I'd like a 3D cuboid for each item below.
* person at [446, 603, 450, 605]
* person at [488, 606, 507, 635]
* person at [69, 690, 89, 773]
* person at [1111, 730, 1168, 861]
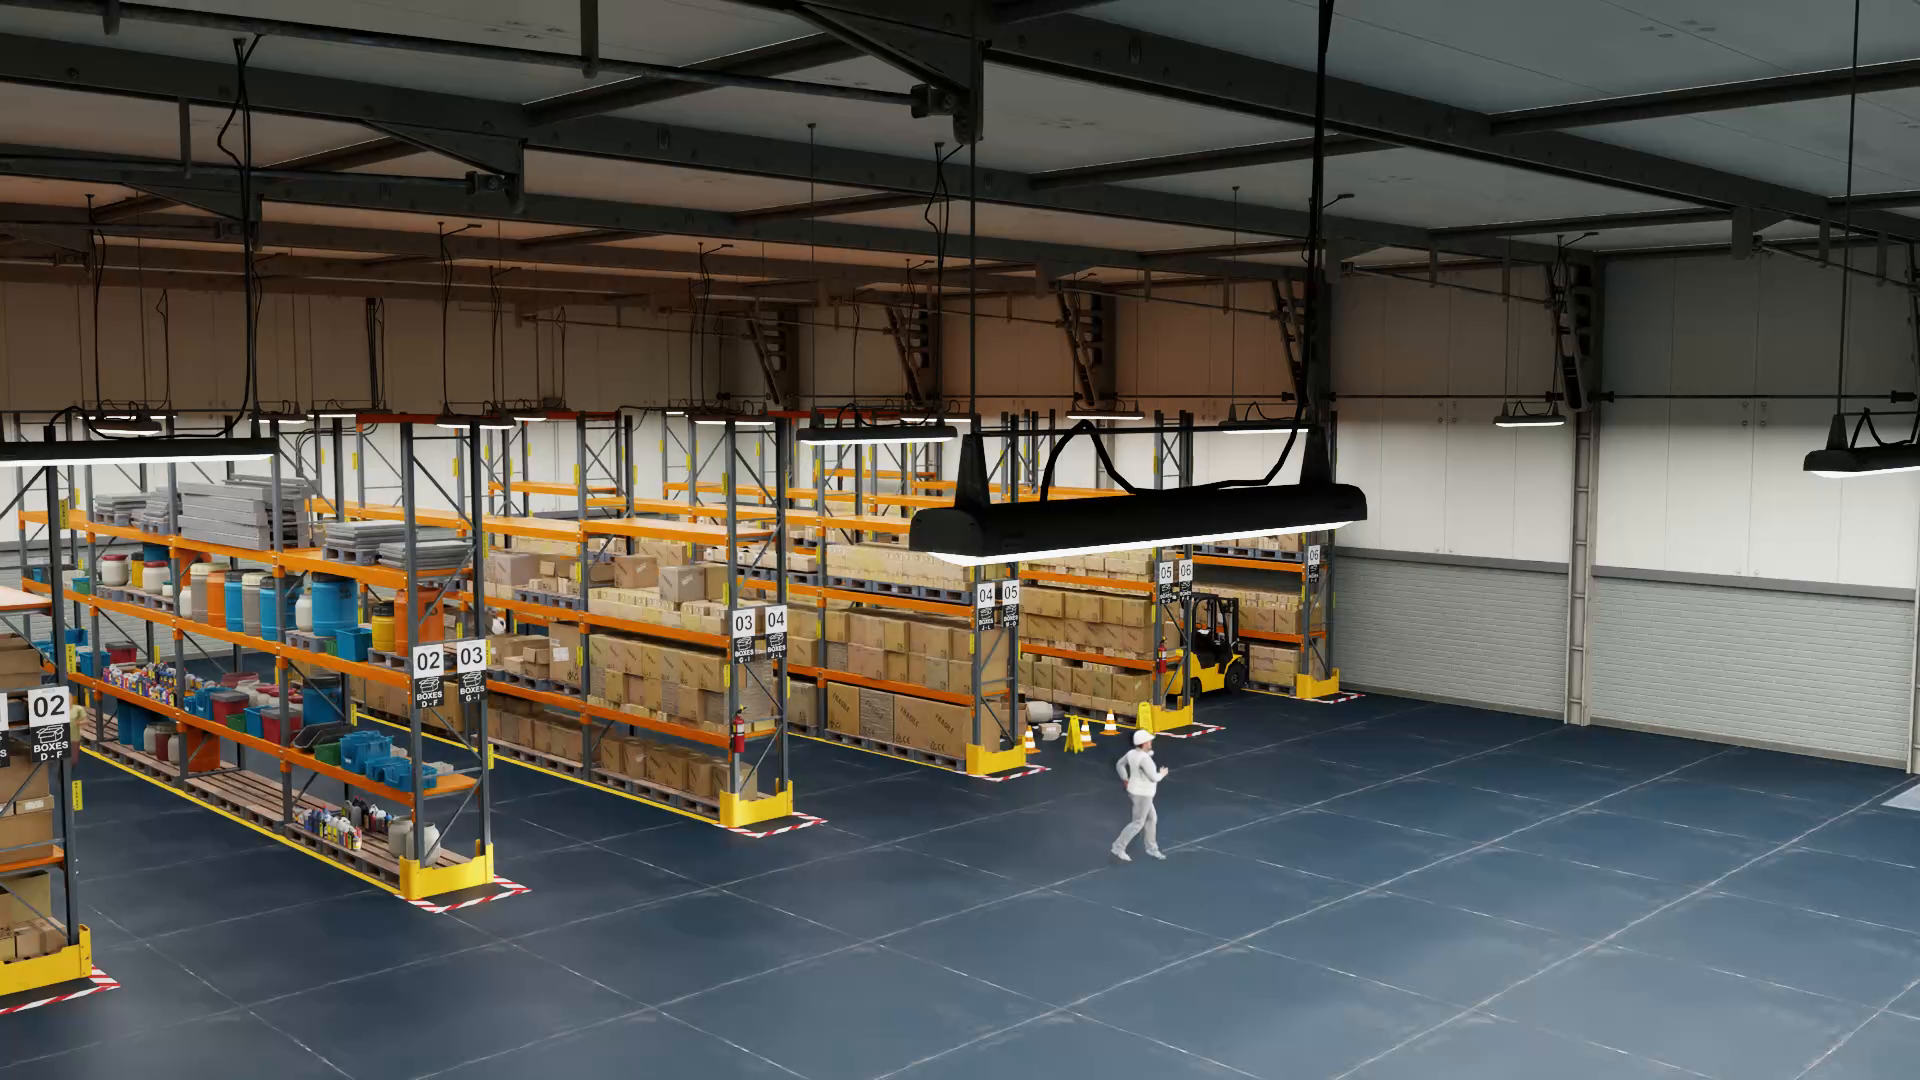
[{"bbox_3d":[-11.847,2.227,38.202,0.523,1.541,0.632,-2,5,-18],"label":"person"},{"bbox_3d":[-10.195,2.288,36.459,0.676,1.751,0.865,-4,6,-40],"label":"person"},{"bbox_3d":[-14.184,3.216,26.468,0.556,1.708,0.787,-5,7,-42],"label":"person"},{"bbox_3d":[2.430,3.479,22.530,0.829,1.828,0.657,-1,5,-13],"label":"person"}]
